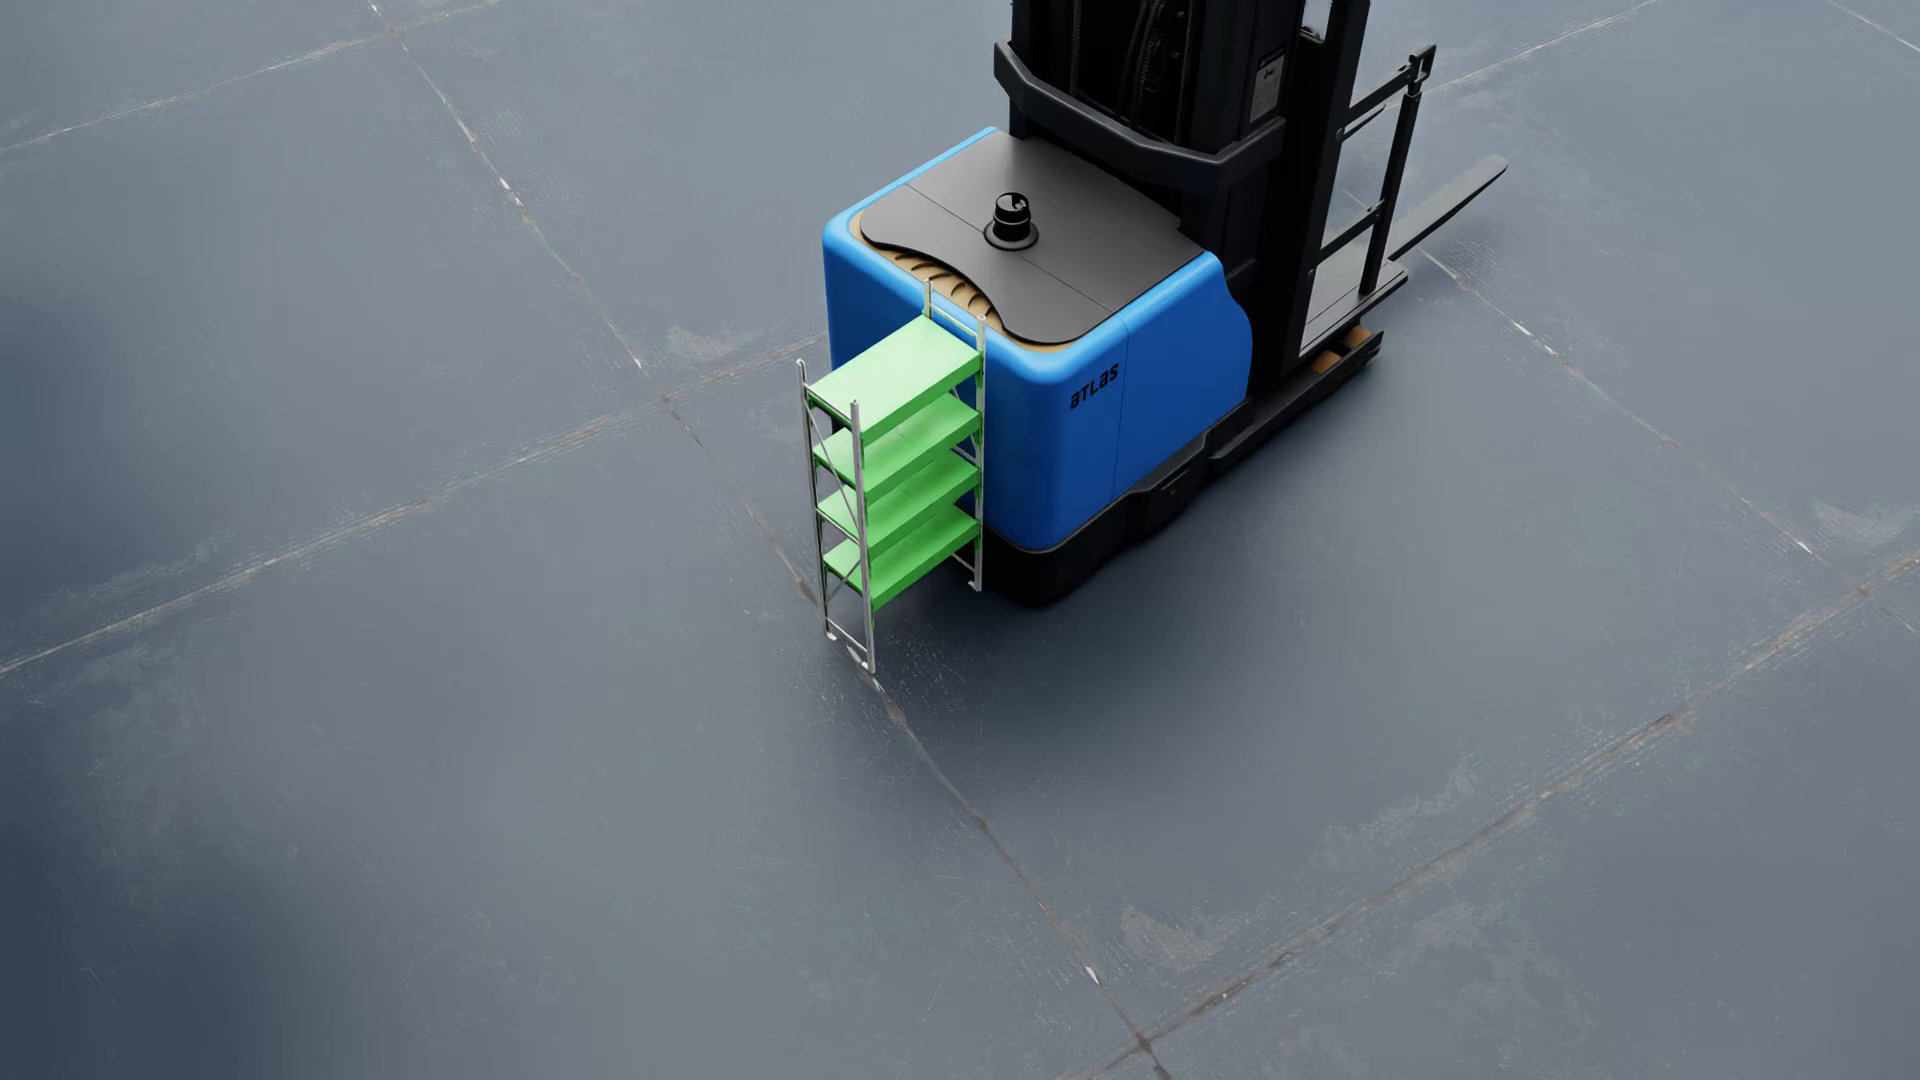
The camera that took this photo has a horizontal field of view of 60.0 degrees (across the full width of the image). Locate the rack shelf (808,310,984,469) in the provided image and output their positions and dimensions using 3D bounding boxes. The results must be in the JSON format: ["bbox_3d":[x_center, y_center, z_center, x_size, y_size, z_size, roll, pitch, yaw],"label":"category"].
[{"bbox_3d":[-0.189,-0.438,4.779,0.480,0.148,0.258,-37,58,-28],"label":"rack shelf"}]

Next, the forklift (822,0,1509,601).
[{"bbox_3d":[0.951,-1.766,5.360,3.031,2.935,1.130,-37,58,-28],"label":"forklift"}]

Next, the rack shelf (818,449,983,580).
[{"bbox_3d":[-0.189,-0.118,5.138,0.480,0.148,0.258,-37,58,-28],"label":"rack shelf"}]

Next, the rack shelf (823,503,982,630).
[{"bbox_3d":[-0.189,0.041,5.317,0.480,0.148,0.258,-37,58,-28],"label":"rack shelf"}]

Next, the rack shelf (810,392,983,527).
[{"bbox_3d":[-0.189,-0.278,4.958,0.480,0.148,0.258,-37,58,-28],"label":"rack shelf"}]

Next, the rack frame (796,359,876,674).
[{"bbox_3d":[-0.362,-0.033,4.976,0.015,1.200,0.240,-37,58,-28],"label":"rack frame"}]

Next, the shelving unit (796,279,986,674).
[{"bbox_3d":[-0.189,-0.161,5.090,0.503,1.200,0.258,-37,58,-28],"label":"shelving unit"}]

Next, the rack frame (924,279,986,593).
[{"bbox_3d":[-0.016,-0.289,5.204,0.015,1.200,0.240,-37,58,-28],"label":"rack frame"}]
